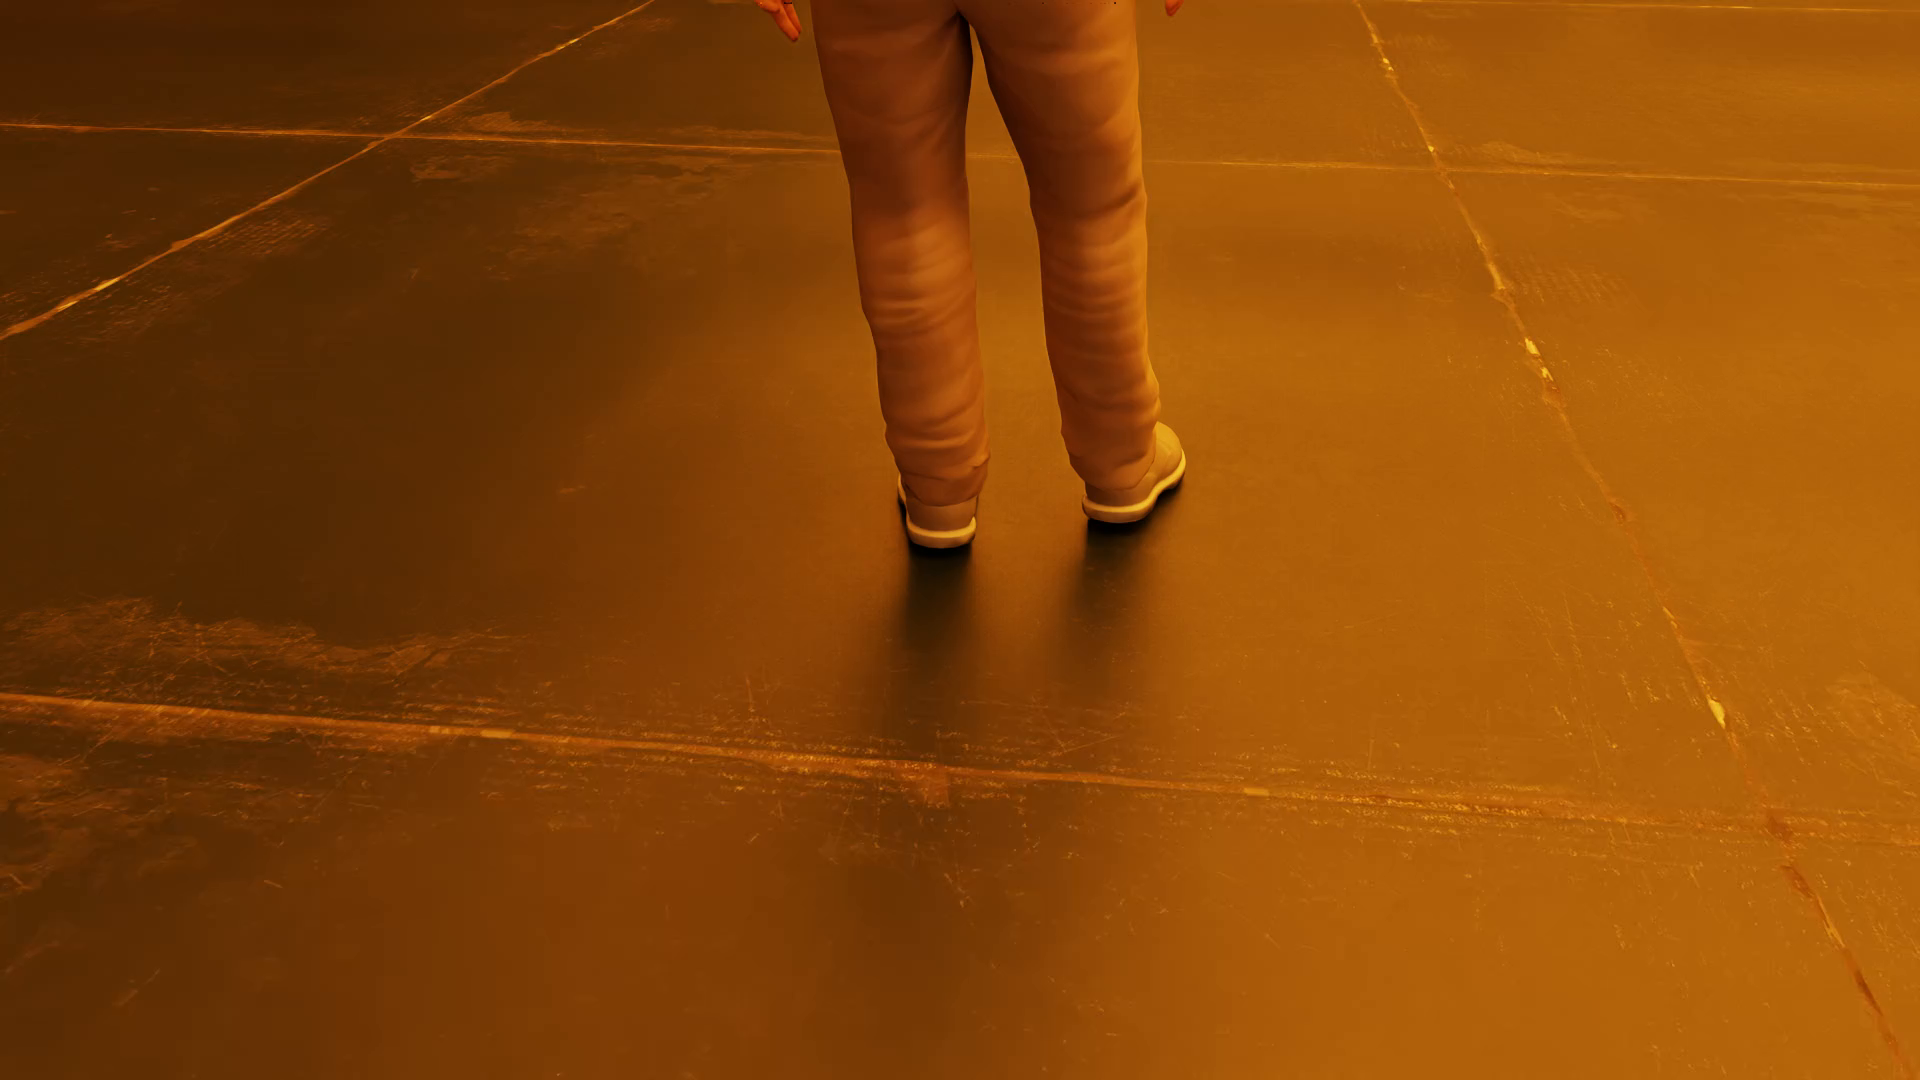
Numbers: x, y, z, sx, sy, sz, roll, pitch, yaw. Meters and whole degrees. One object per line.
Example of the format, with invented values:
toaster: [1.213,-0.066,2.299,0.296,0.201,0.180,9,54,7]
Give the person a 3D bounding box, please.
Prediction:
person: [0.023,-0.819,2.189,0.642,1.727,0.550,3,27,7]
